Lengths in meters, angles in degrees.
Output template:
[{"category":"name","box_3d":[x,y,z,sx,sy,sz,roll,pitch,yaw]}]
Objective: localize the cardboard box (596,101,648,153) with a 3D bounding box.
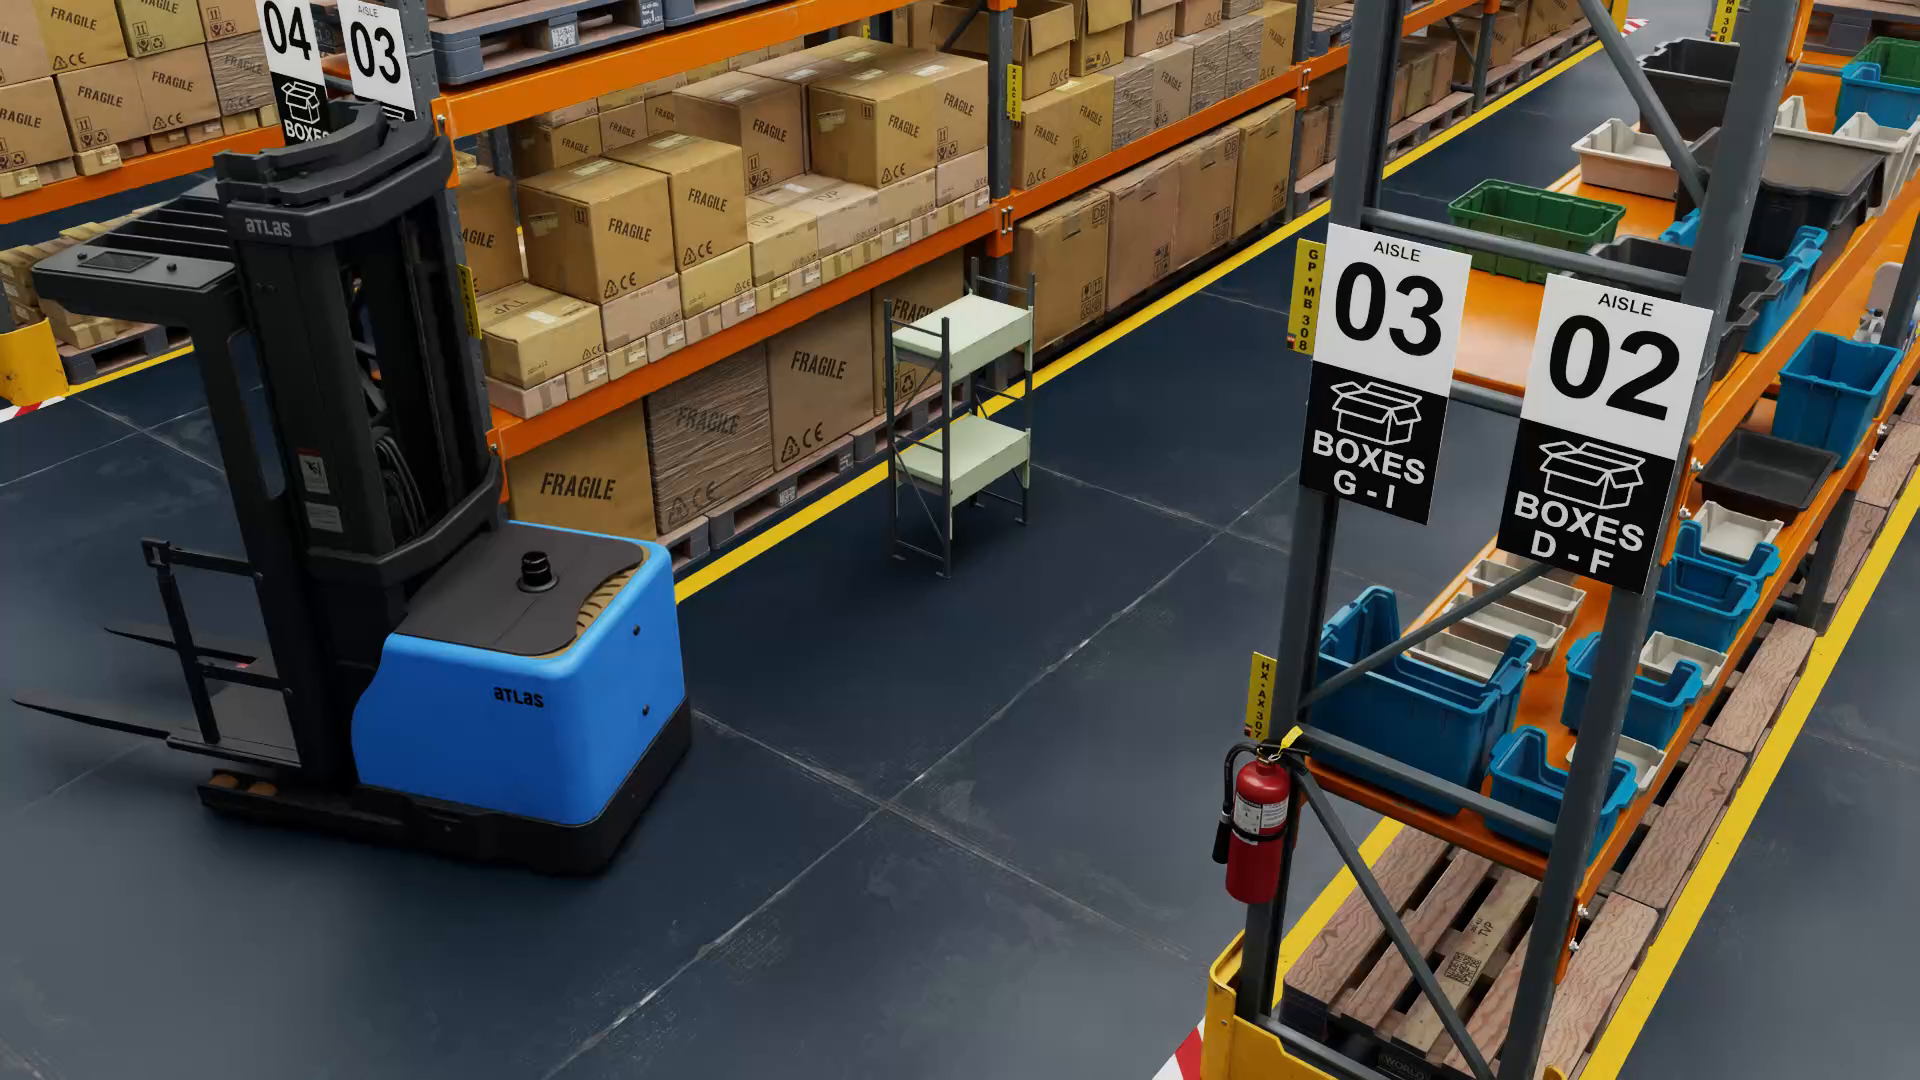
[{"category":"cardboard box","box_3d":[-3.041,-3.517,14.282,0.500,0.500,0.500,23,38,33]}]

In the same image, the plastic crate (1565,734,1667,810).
[{"category":"plastic crate","box_3d":[2.083,0.724,5.286,0.250,0.136,0.298,21,37,31]}]

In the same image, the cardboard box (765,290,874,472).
[{"category":"cardboard box","box_3d":[-1.128,-1.067,9.780,0.875,0.875,0.875,21,37,31]}]

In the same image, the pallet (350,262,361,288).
[{"category":"pallet","box_3d":[-5.129,-1.996,12.411,1.003,0.211,1.213,21,37,31]}]

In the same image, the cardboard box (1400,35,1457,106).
[{"category":"cardboard box","box_3d":[4.319,-4.533,15.976,0.700,0.500,0.500,18,35,28]}]

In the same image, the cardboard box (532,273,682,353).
[{"category":"cardboard box","box_3d":[-1.724,-1.173,8.142,0.500,0.250,0.500,21,36,31]}]

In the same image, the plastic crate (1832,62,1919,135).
[{"category":"plastic crate","box_3d":[3.531,-1.636,6.290,0.416,0.233,0.300,21,37,31]}]

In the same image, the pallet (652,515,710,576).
[{"category":"pallet","box_3d":[-2.117,0.067,8.931,1.003,0.211,1.213,21,37,31]}]

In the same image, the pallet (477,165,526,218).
[{"category":"pallet","box_3d":[-3.547,-3.095,14.265,1.003,0.211,1.213,21,37,31]}]

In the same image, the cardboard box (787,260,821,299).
[{"category":"cardboard box","box_3d":[-0.976,-1.451,9.003,0.380,0.149,0.250,22,37,32]}]

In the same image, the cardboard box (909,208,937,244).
[{"category":"cardboard box","box_3d":[-0.356,-1.868,9.706,0.380,0.149,0.250,20,36,30]}]

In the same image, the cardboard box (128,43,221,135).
[{"category":"cardboard box","box_3d":[-5.331,-3.041,11.049,0.500,0.500,0.500,22,37,32]}]

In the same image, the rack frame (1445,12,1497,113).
[{"category":"rack frame","box_3d":[4.706,-5.662,15.861,1.000,3.000,0.127,21,37,31]}]

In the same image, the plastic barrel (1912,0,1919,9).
[{"category":"plastic barrel","box_3d":[4.344,-2.552,7.126,0.433,0.535,0.433,0,31,0]}]

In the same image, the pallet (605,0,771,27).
[{"category":"pallet","box_3d":[-1.362,-2.839,8.243,1.003,0.211,1.213,21,37,31]}]

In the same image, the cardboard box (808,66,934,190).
[{"category":"cardboard box","box_3d":[-0.493,-2.324,9.350,0.500,0.500,0.500,22,37,32]}]

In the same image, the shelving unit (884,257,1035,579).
[{"category":"shelving unit","box_3d":[0.004,-0.648,8.872,0.431,1.500,0.755,21,37,31]}]

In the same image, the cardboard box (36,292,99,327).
[{"category":"cardboard box","box_3d":[-5.910,-1.568,11.046,0.380,0.149,0.250,23,38,33]}]

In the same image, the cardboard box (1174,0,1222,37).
[{"category":"cardboard box","box_3d":[1.442,-3.954,11.898,0.797,0.503,0.637,22,37,32]}]

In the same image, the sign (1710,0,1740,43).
[{"category":"sign","box_3d":[3.389,-2.350,7.322,0.100,0.325,0.005,21,37,31]}]

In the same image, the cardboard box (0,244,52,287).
[{"category":"cardboard box","box_3d":[-6.313,-1.855,11.238,0.380,0.149,0.250,22,37,32]}]

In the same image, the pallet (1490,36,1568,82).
[{"category":"pallet","box_3d":[5.820,-5.244,17.891,1.003,0.211,1.213,21,37,31]}]

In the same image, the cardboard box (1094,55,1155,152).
[{"category":"cardboard box","box_3d":[0.959,-2.971,11.223,0.500,0.500,0.500,20,36,30]}]

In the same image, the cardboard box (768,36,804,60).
[{"category":"cardboard box","box_3d":[-1.805,-4.672,15.496,0.500,0.250,0.500,20,36,30]}]

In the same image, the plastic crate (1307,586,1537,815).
[{"category":"plastic crate","box_3d":[1.465,0.506,5.361,0.616,0.435,0.499,21,37,31]}]

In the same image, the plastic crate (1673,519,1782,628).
[{"category":"plastic crate","box_3d":[2.799,0.130,6.193,0.416,0.233,0.300,21,37,31]}]

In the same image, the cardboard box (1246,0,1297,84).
[{"category":"cardboard box","box_3d":[2.192,-3.802,12.625,0.500,0.500,0.500,22,37,33]}]

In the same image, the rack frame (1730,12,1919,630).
[{"category":"rack frame","box_3d":[3.826,-0.886,7.802,1.000,3.000,0.127,21,37,31]}]

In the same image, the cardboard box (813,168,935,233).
[{"category":"cardboard box","box_3d":[-0.490,-2.002,9.541,0.500,0.250,0.500,22,37,33]}]

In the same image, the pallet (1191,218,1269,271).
[{"category":"pallet","box_3d":[1.756,-2.539,13.327,1.003,0.211,1.213,21,37,31]}]

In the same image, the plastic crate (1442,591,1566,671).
[{"category":"plastic crate","box_3d":[1.946,0.327,5.955,0.396,0.136,0.243,21,37,31]}]

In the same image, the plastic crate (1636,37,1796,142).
[{"category":"plastic crate","box_3d":[2.858,-1.699,6.361,0.497,0.269,0.590,21,37,31]}]

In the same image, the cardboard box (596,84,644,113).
[{"category":"cardboard box","box_3d":[-3.040,-3.842,14.094,0.500,0.250,0.500,22,37,33]}]

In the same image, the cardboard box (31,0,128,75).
[{"category":"cardboard box","box_3d":[-5.648,-3.260,10.439,0.500,0.500,0.500,22,37,33]}]

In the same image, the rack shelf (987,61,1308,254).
[{"category":"rack shelf","box_3d":[1.085,-2.913,11.929,1.077,0.370,4.000,21,37,31]}]

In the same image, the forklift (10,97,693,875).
[{"category":"forklift","box_3d":[-2.795,-0.296,6.875,3.031,2.935,1.130,8,32,14]}]

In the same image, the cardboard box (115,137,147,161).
[{"category":"cardboard box","box_3d":[-5.601,-2.631,10.993,0.380,0.149,0.250,23,38,33]}]

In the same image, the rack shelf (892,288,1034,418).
[{"category":"rack shelf","box_3d":[0.004,-0.984,8.673,0.431,0.370,0.720,21,37,31]}]

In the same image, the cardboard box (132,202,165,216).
[{"category":"cardboard box","box_3d":[-5.736,-2.296,11.982,0.380,0.149,0.250,23,37,33]}]

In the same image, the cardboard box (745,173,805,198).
[{"category":"cardboard box","box_3d":[-1.228,-1.950,9.454,0.500,0.250,0.500,22,37,32]}]

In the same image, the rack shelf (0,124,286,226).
[{"category":"rack shelf","box_3d":[-5.223,-2.855,11.831,1.077,0.370,4.000,21,37,31]}]

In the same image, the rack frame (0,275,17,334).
[{"category":"rack frame","box_3d":[-6.431,-2.351,10.276,1.000,3.000,0.127,21,37,31]}]

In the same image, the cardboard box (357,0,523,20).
[{"category":"cardboard box","box_3d":[-2.266,-2.569,7.092,0.700,0.500,0.500,19,35,28]}]

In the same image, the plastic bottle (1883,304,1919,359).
[{"category":"plastic bottle","box_3d":[4.630,-1.052,8.204,0.152,0.276,0.135,21,37,31]}]

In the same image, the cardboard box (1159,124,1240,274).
[{"category":"cardboard box","box_3d":[1.314,-2.668,12.482,1.225,0.875,0.875,21,37,31]}]

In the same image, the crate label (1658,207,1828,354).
[{"category":"crate label","box_3d":[2.226,-0.762,4.797,0.408,0.251,0.502,21,37,31]}]

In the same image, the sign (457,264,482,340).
[{"category":"sign","box_3d":[-2.098,-1.017,7.097,0.100,0.325,0.005,21,37,31]}]

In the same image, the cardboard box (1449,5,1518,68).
[{"category":"cardboard box","box_3d":[5.319,-5.152,17.042,0.500,0.500,0.500,-19,36,-29]}]

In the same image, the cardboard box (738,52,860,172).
[{"category":"cardboard box","box_3d":[-0.919,-2.482,9.616,0.500,0.500,0.500,21,37,31]}]

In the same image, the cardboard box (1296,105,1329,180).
[{"category":"cardboard box","box_3d":[2.680,-3.428,14.113,0.700,0.500,0.500,19,36,29]}]

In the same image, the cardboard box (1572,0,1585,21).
[{"category":"cardboard box","box_3d":[6.731,-6.144,18.715,0.500,0.500,0.500,-25,39,-35]}]

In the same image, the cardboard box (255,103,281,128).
[{"category":"cardboard box","box_3d":[-4.888,-3.024,11.656,0.380,0.149,0.250,22,37,32]}]

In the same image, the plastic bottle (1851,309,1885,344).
[{"category":"plastic bottle","box_3d":[4.321,-0.924,7.915,0.144,0.351,0.185,21,37,31]}]

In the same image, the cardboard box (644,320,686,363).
[{"category":"cardboard box","box_3d":[-1.595,-1.034,8.299,0.380,0.149,0.250,20,36,31]}]

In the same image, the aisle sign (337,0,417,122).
[{"category":"aisle sign","box_3d":[-2.342,-1.781,6.763,0.394,0.787,0.004,21,37,31]}]

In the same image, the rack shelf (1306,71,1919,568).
[{"category":"rack shelf","box_3d":[2.619,-1.054,5.849,1.077,0.370,4.000,21,37,31]}]

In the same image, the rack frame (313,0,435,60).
[{"category":"rack frame","box_3d":[-2.537,-3.365,6.101,1.000,3.000,0.127,21,37,31]}]
